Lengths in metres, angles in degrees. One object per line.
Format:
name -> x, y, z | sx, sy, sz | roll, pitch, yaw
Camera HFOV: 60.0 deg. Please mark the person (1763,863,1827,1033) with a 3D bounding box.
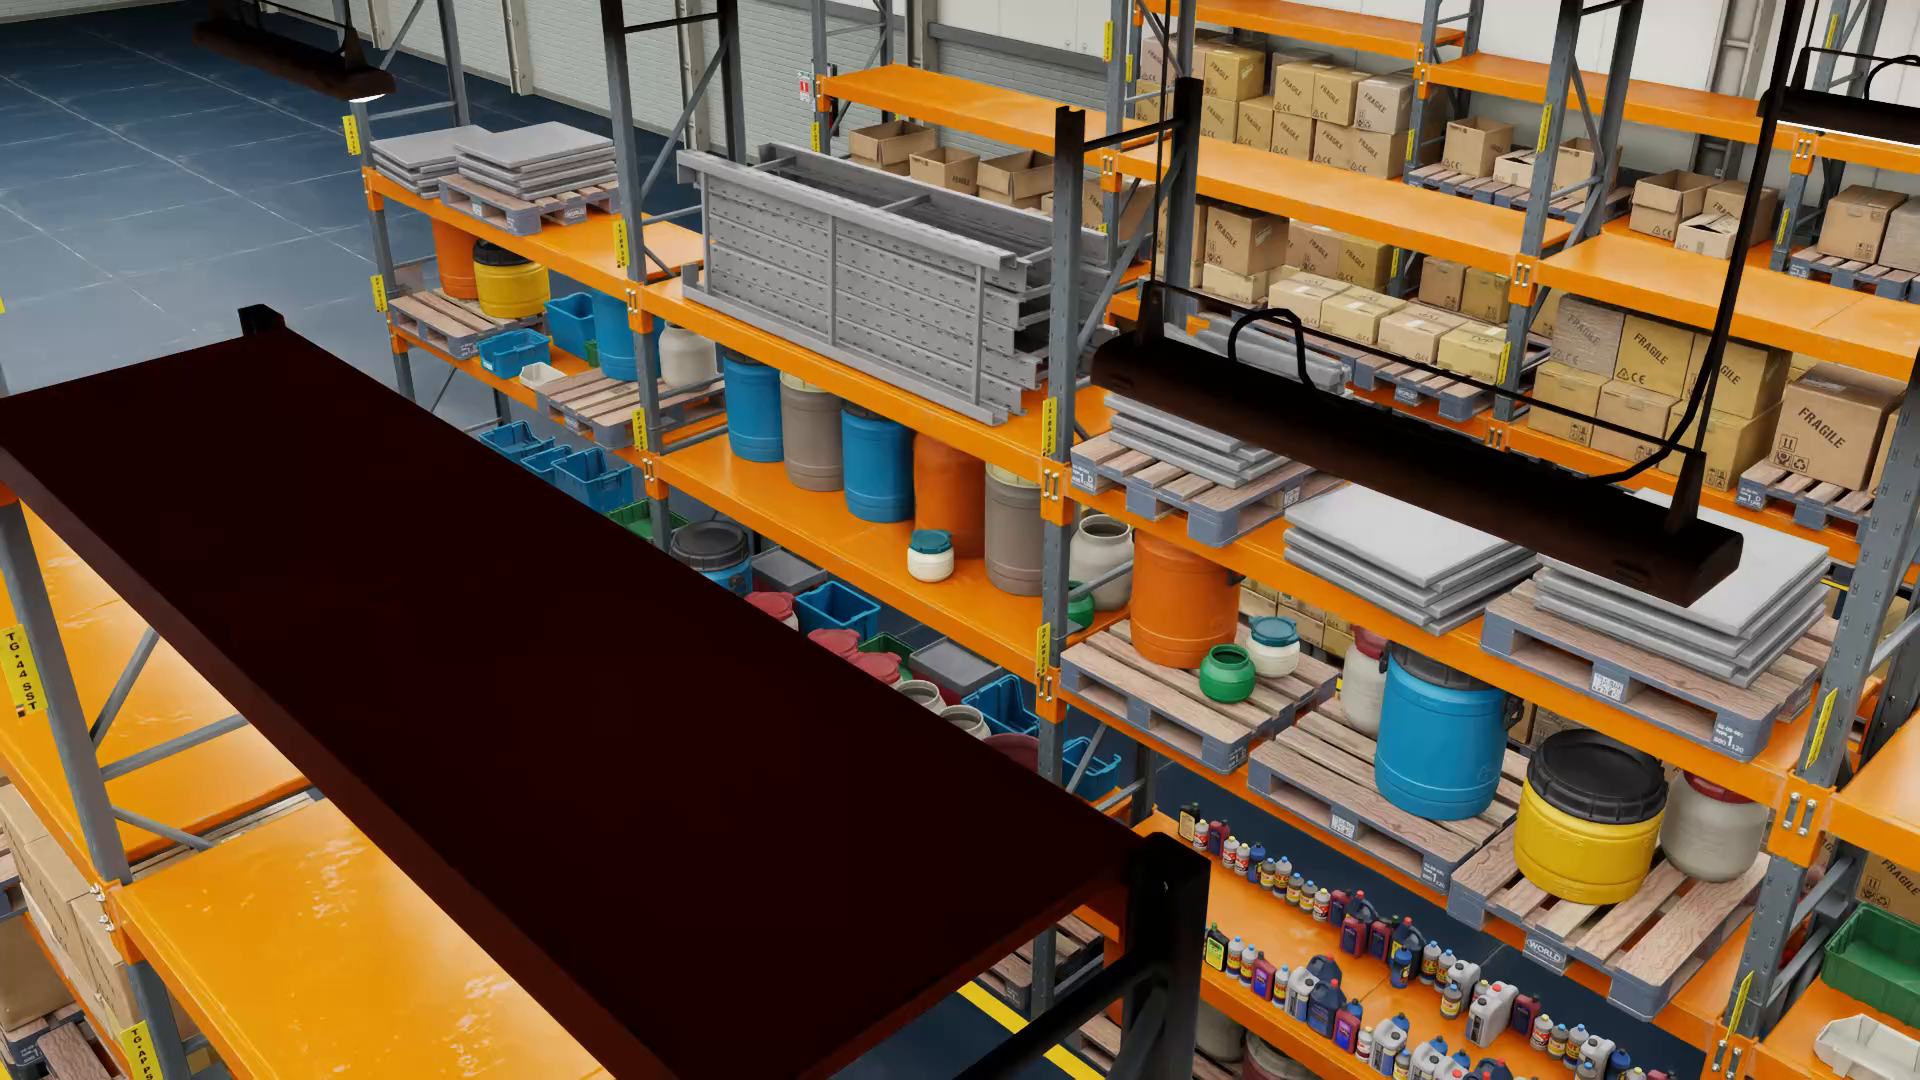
person -> 4.973, 2.627, 10.139 | 0.618, 1.689, 1.010 | -19, 33, -31
